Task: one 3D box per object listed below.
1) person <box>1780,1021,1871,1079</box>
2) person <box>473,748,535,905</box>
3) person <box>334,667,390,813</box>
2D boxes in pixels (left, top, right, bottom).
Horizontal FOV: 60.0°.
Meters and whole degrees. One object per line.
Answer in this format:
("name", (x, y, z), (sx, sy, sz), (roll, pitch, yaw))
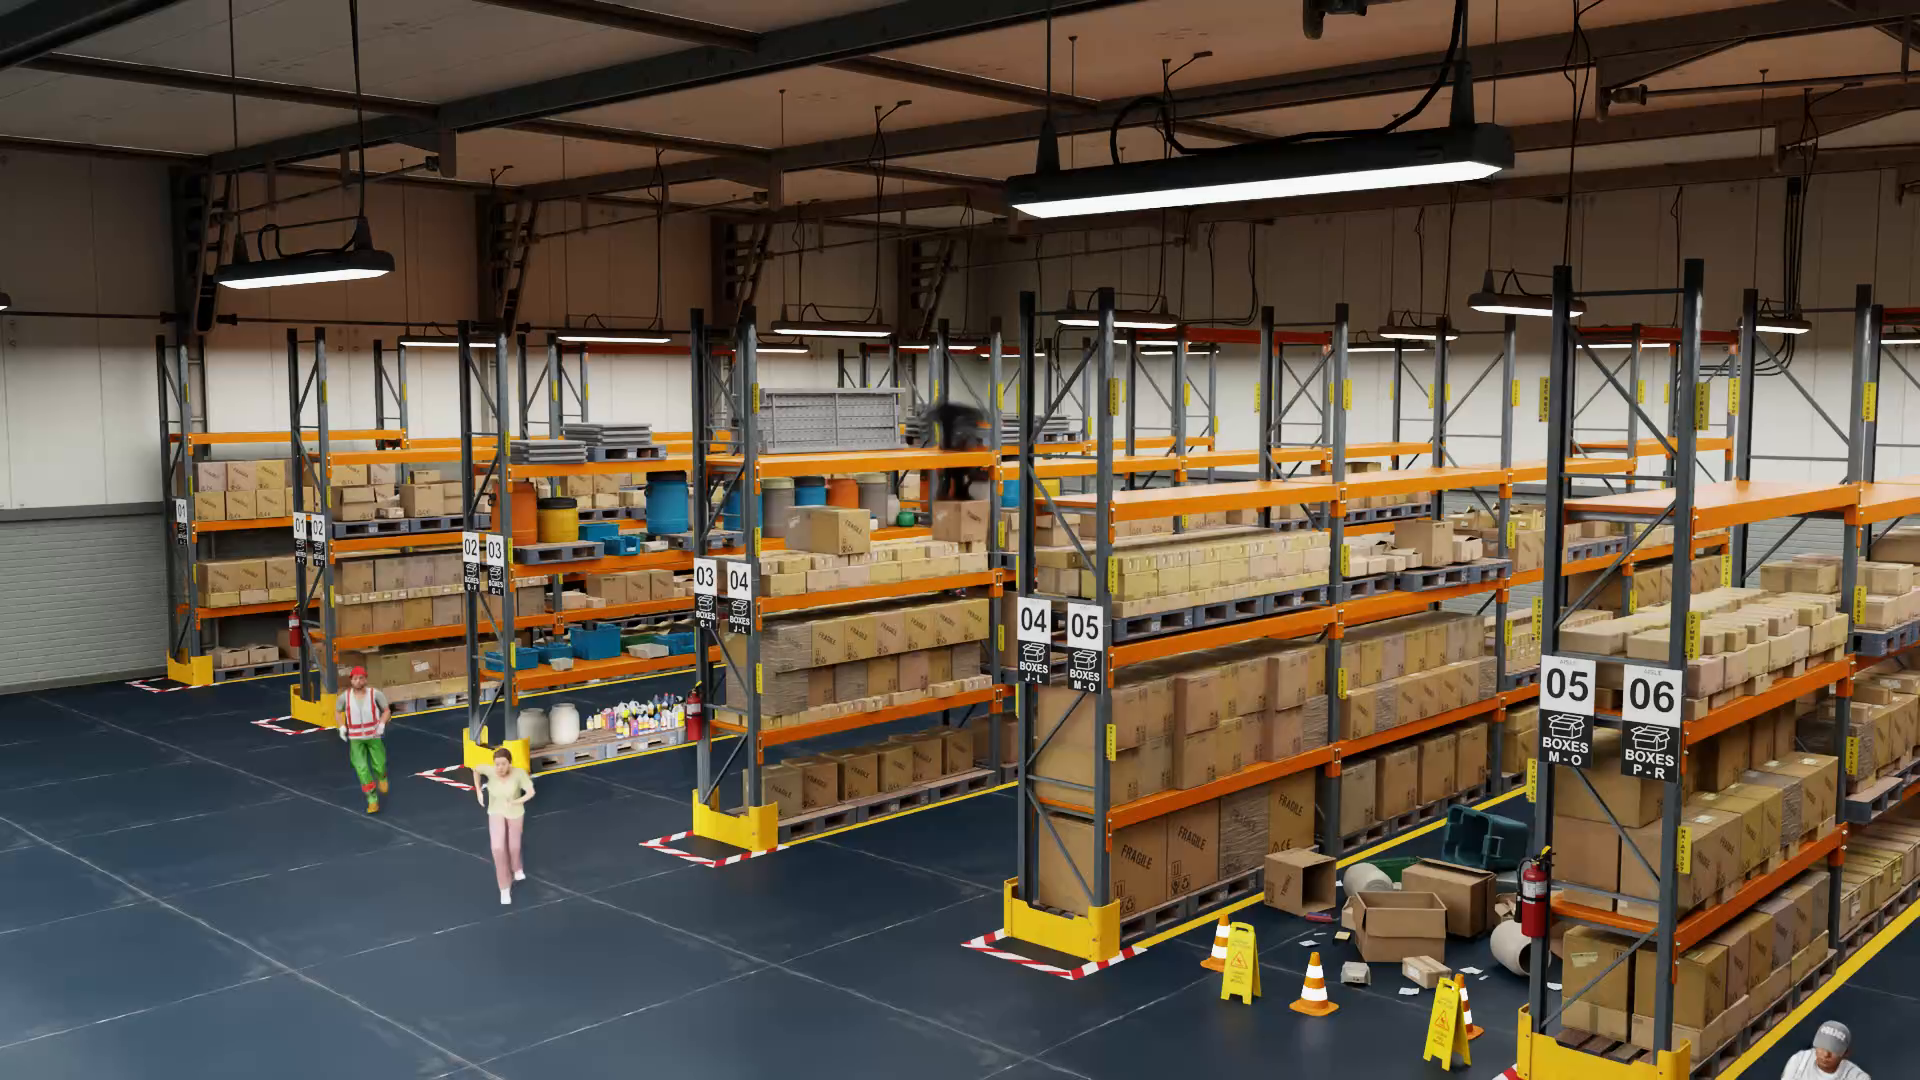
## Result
("person", (4.915, 3.473, 9.547), (0.698, 1.602, 0.672), (5, 7, 42))
("person", (-4.586, 2.828, 16.826), (0.618, 1.618, 0.946), (-1, 5, -8))
("person", (-7.274, 2.395, 20.234), (0.654, 1.742, 0.817), (-1, 6, -15))
